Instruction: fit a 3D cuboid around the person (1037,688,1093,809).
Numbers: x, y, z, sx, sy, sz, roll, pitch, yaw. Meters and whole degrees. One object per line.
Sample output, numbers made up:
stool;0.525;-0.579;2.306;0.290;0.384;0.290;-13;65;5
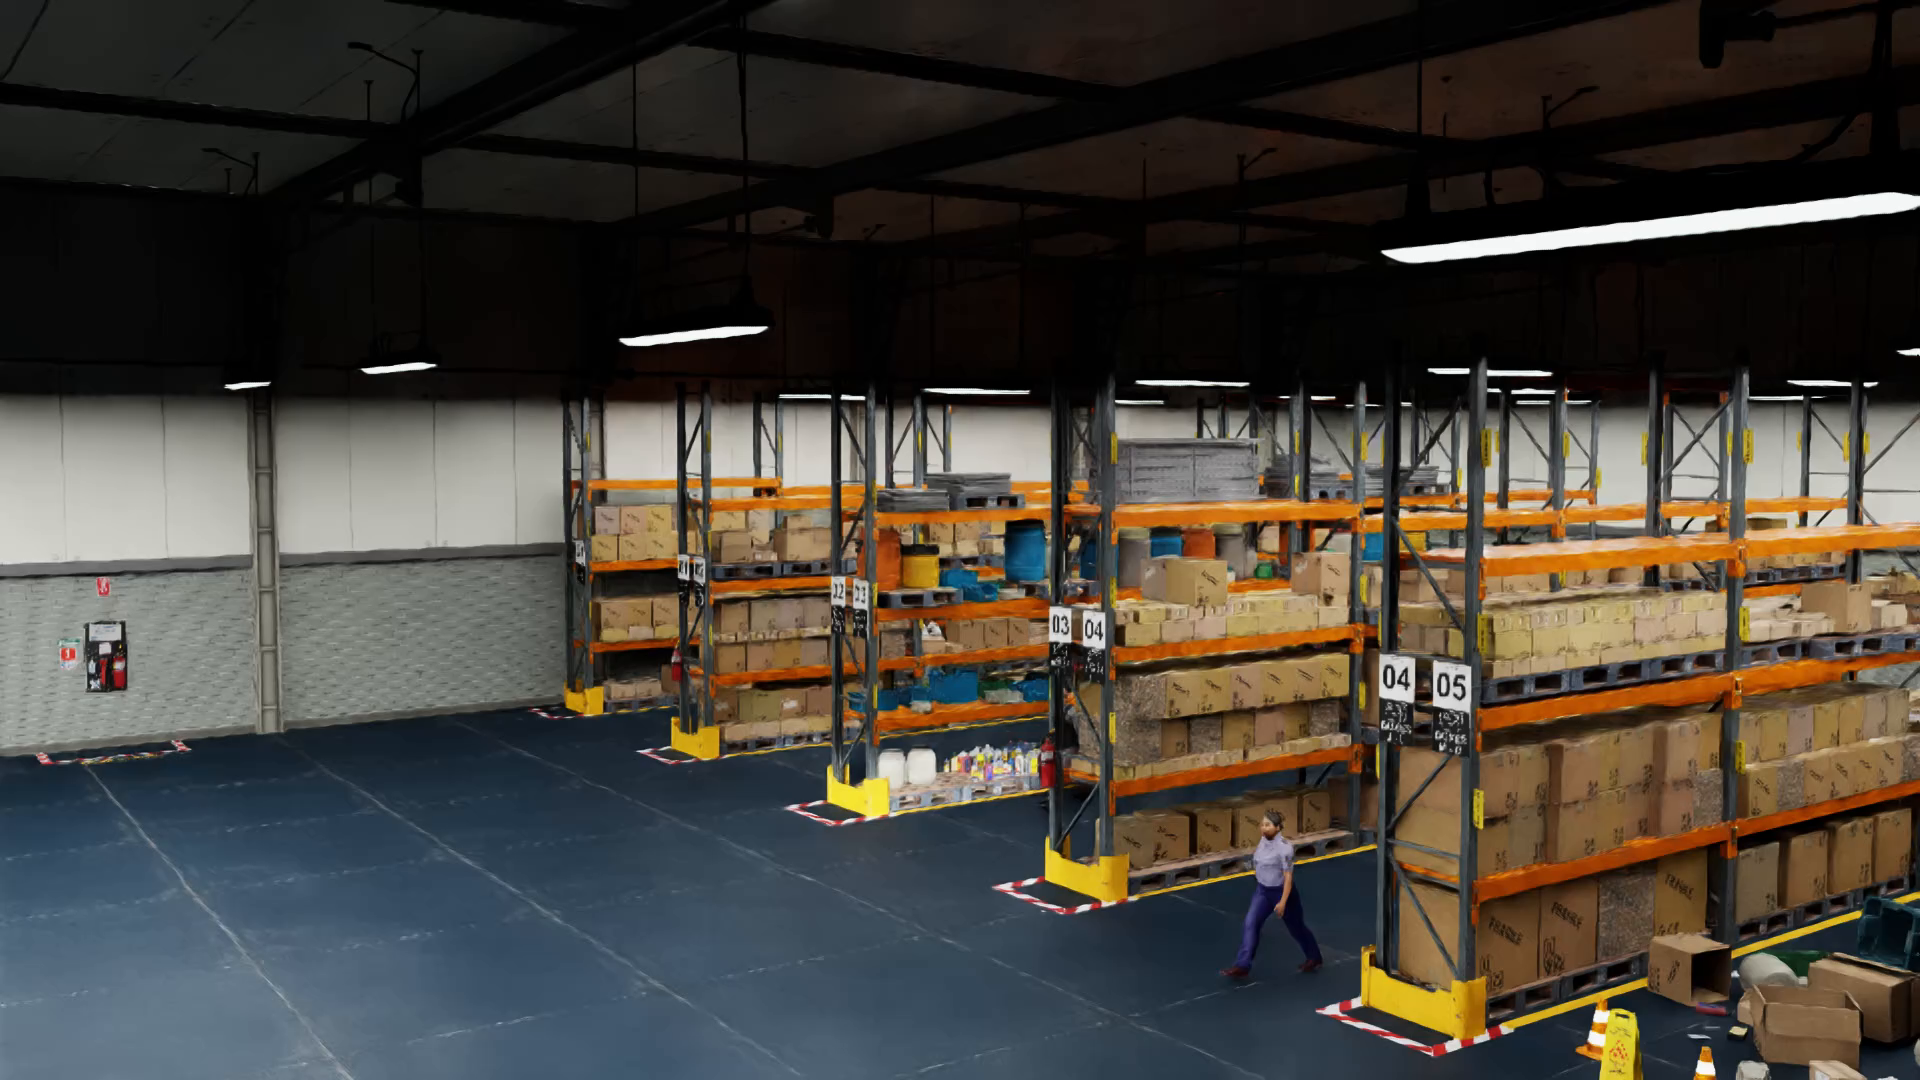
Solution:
person;1.432;2.852;23.042;1.115;1.647;0.543;-2;4;-32

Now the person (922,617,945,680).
person;-0.612;2.202;32.754;1.115;1.672;0.547;-3;5;-36

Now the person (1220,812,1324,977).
person;2.996;3.368;15.779;1.056;1.552;0.490;-2;4;-31

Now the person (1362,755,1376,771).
person;5.731;2.782;23.737;1.115;1.698;0.543;-2;4;-32
